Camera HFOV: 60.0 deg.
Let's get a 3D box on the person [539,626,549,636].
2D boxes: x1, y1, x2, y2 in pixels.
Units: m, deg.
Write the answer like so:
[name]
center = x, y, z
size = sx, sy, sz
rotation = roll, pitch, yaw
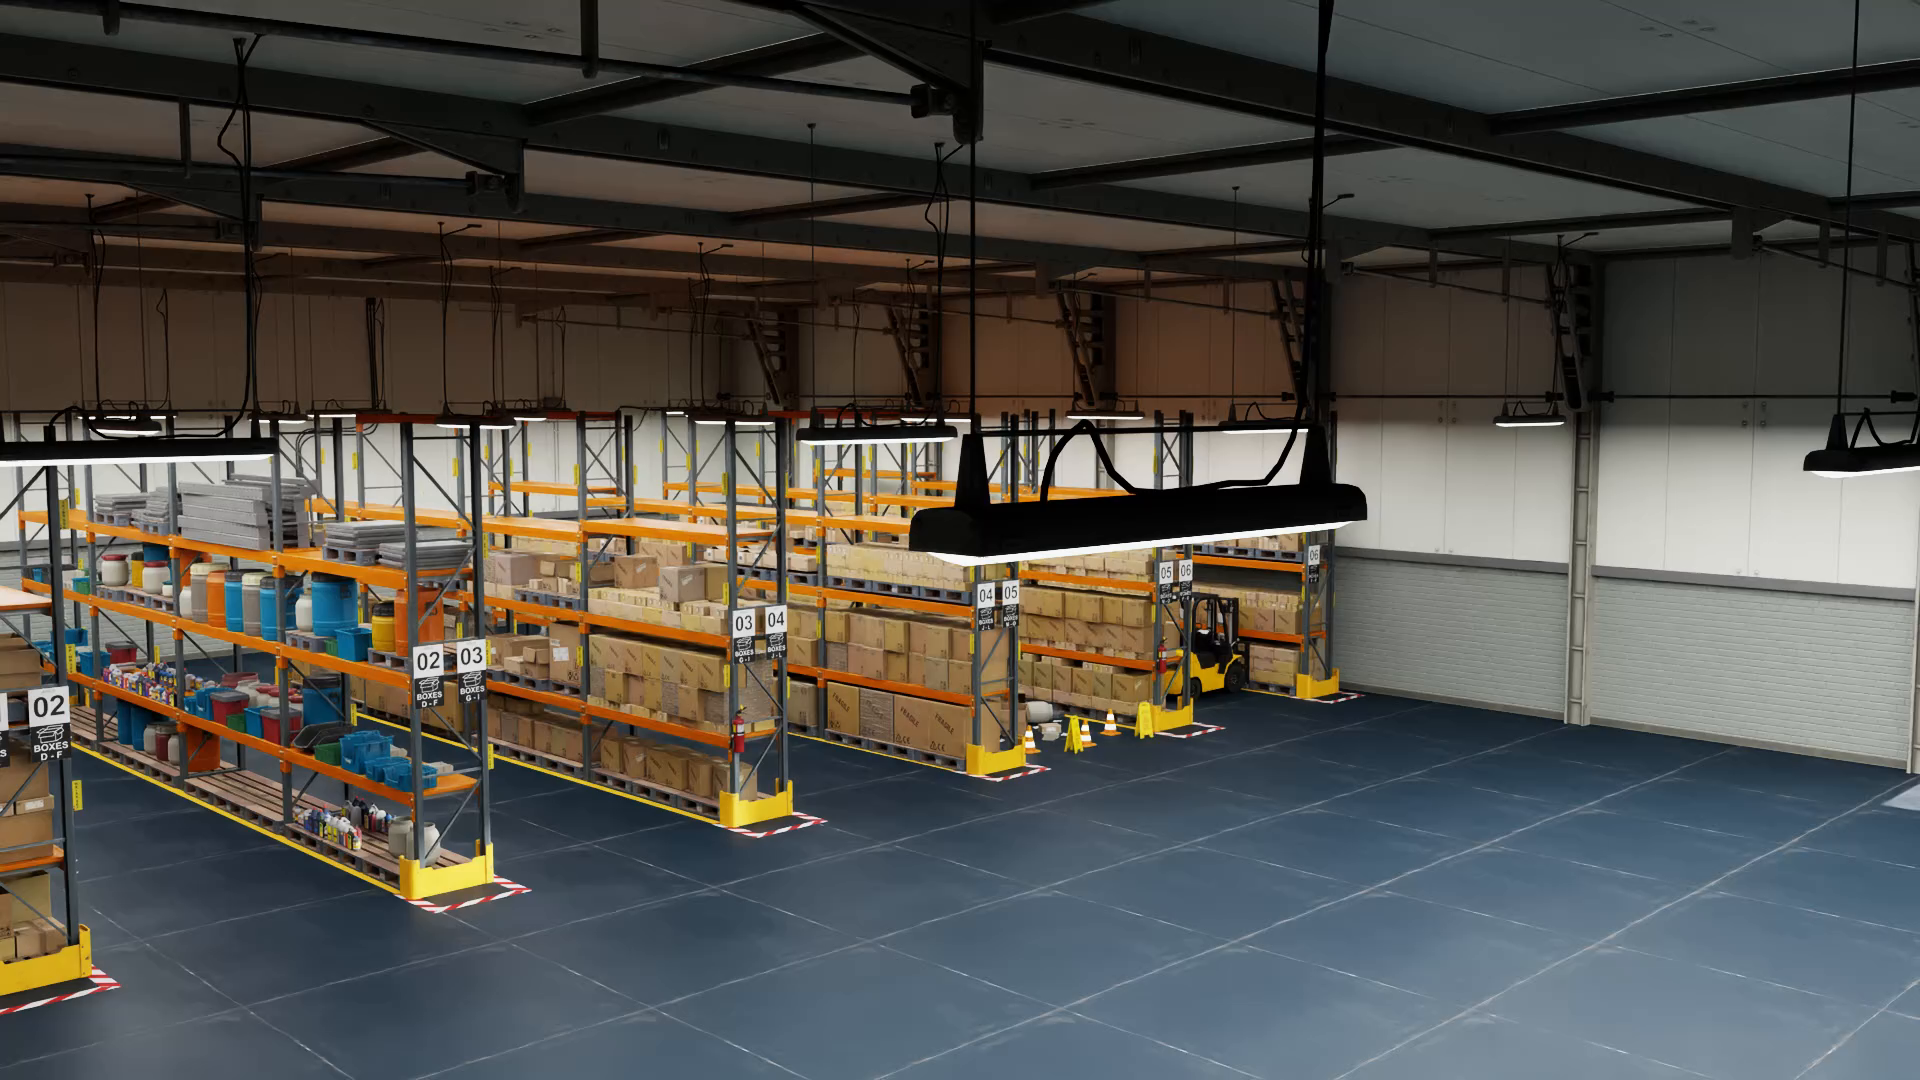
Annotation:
[person]
center = -10.529, 1.667, 43.678
size = 1.095, 1.709, 0.508
rotation = -4, 6, -38
